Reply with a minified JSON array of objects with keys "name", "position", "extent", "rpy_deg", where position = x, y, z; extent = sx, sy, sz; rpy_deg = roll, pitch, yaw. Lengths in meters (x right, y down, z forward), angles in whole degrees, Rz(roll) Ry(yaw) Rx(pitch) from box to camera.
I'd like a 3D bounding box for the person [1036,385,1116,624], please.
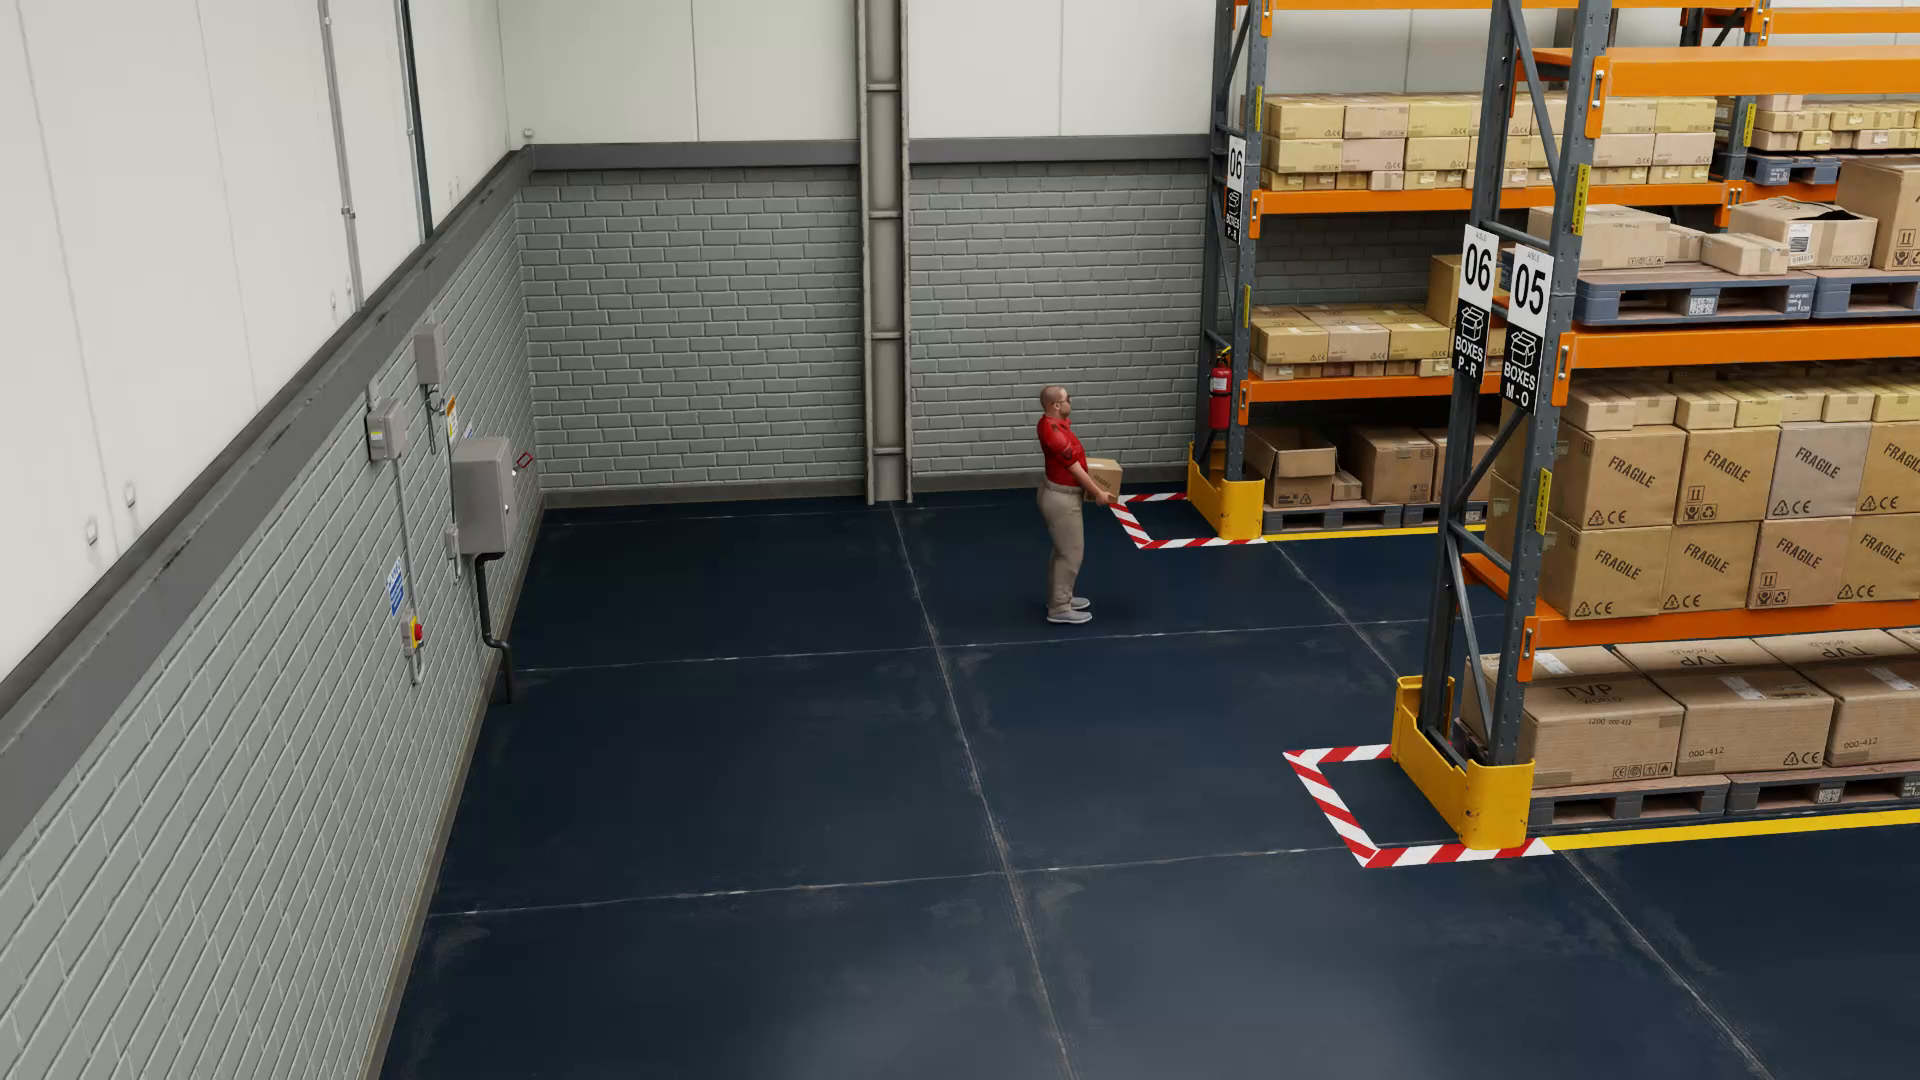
[{"name":"person","position":[0.817,-0.274,11.874],"extent":[0.538,1.712,0.493],"rpy_deg":[-3,20,-7]}]
